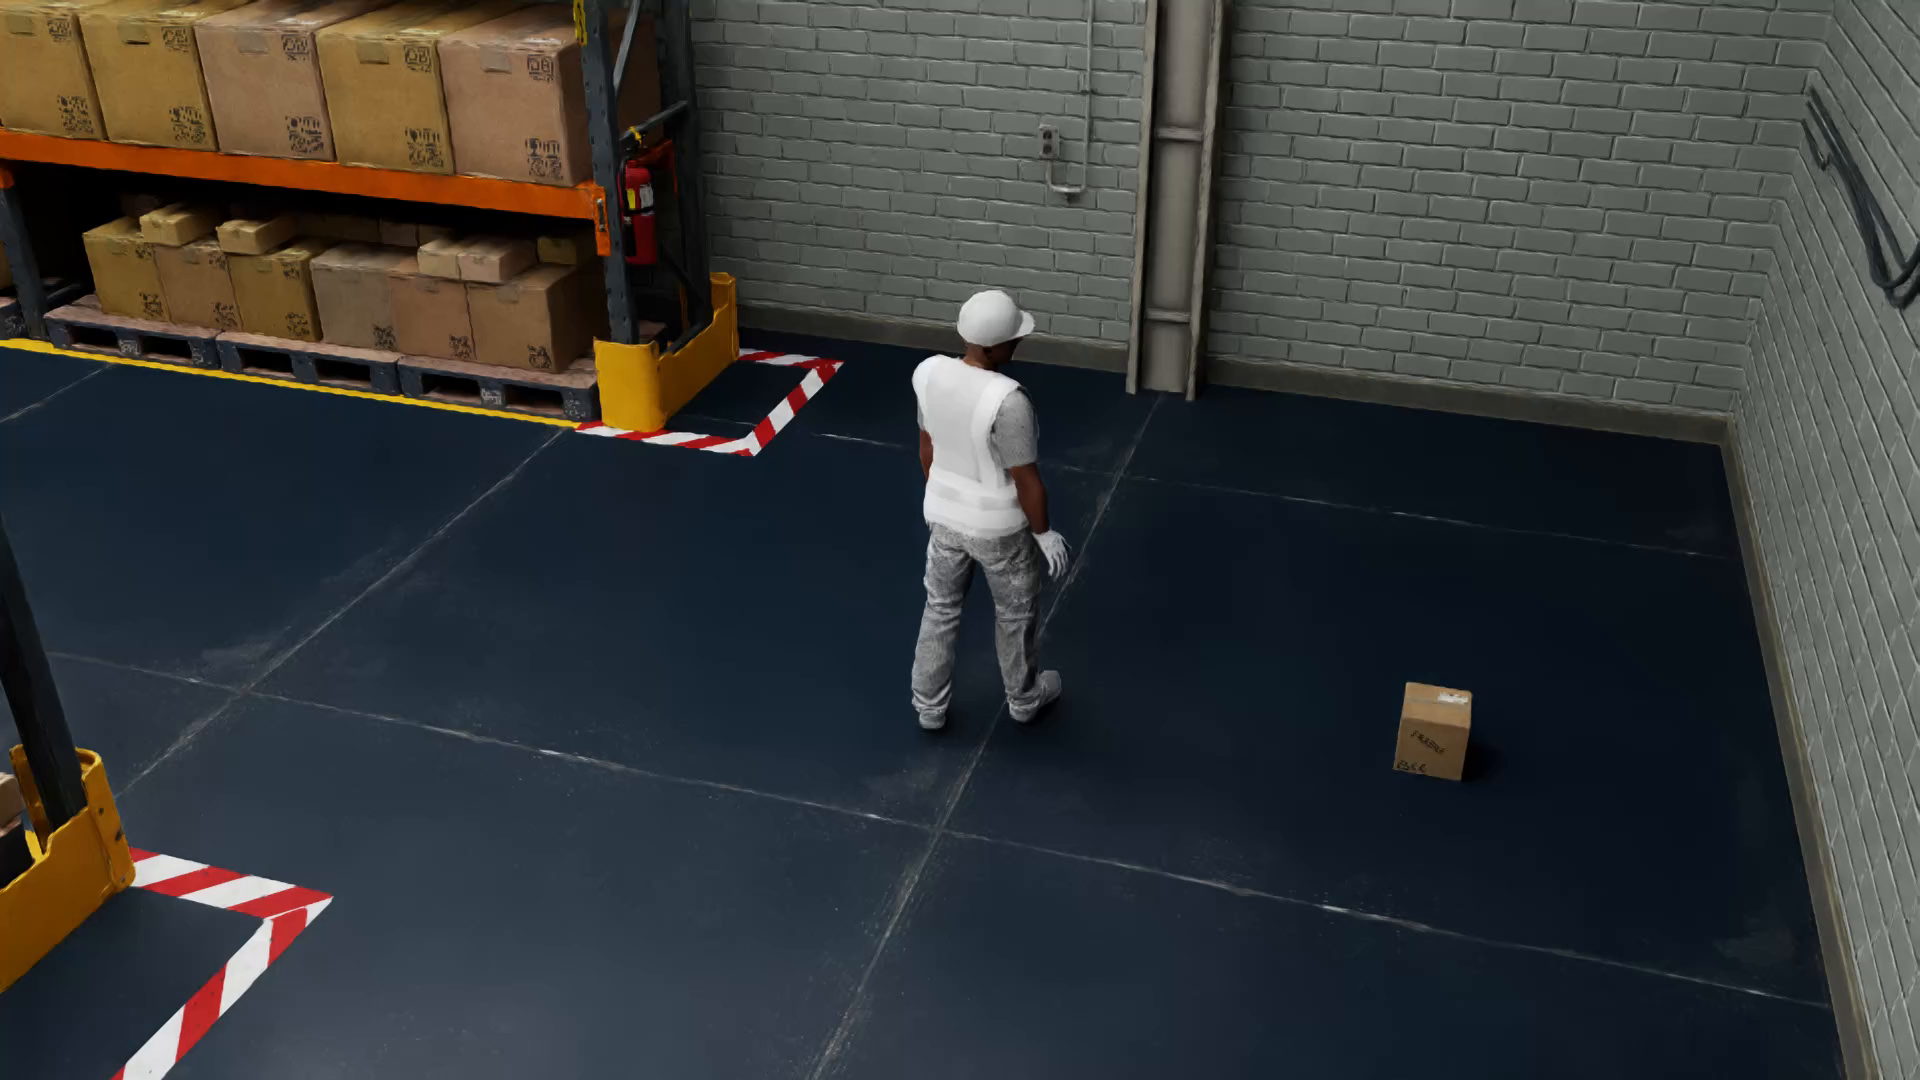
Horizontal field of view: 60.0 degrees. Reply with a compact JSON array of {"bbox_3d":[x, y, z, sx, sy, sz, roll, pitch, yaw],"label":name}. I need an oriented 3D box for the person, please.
[{"bbox_3d":[0.143,-0.099,6.230,0.684,1.783,0.589,22,36,34],"label":"person"}]
